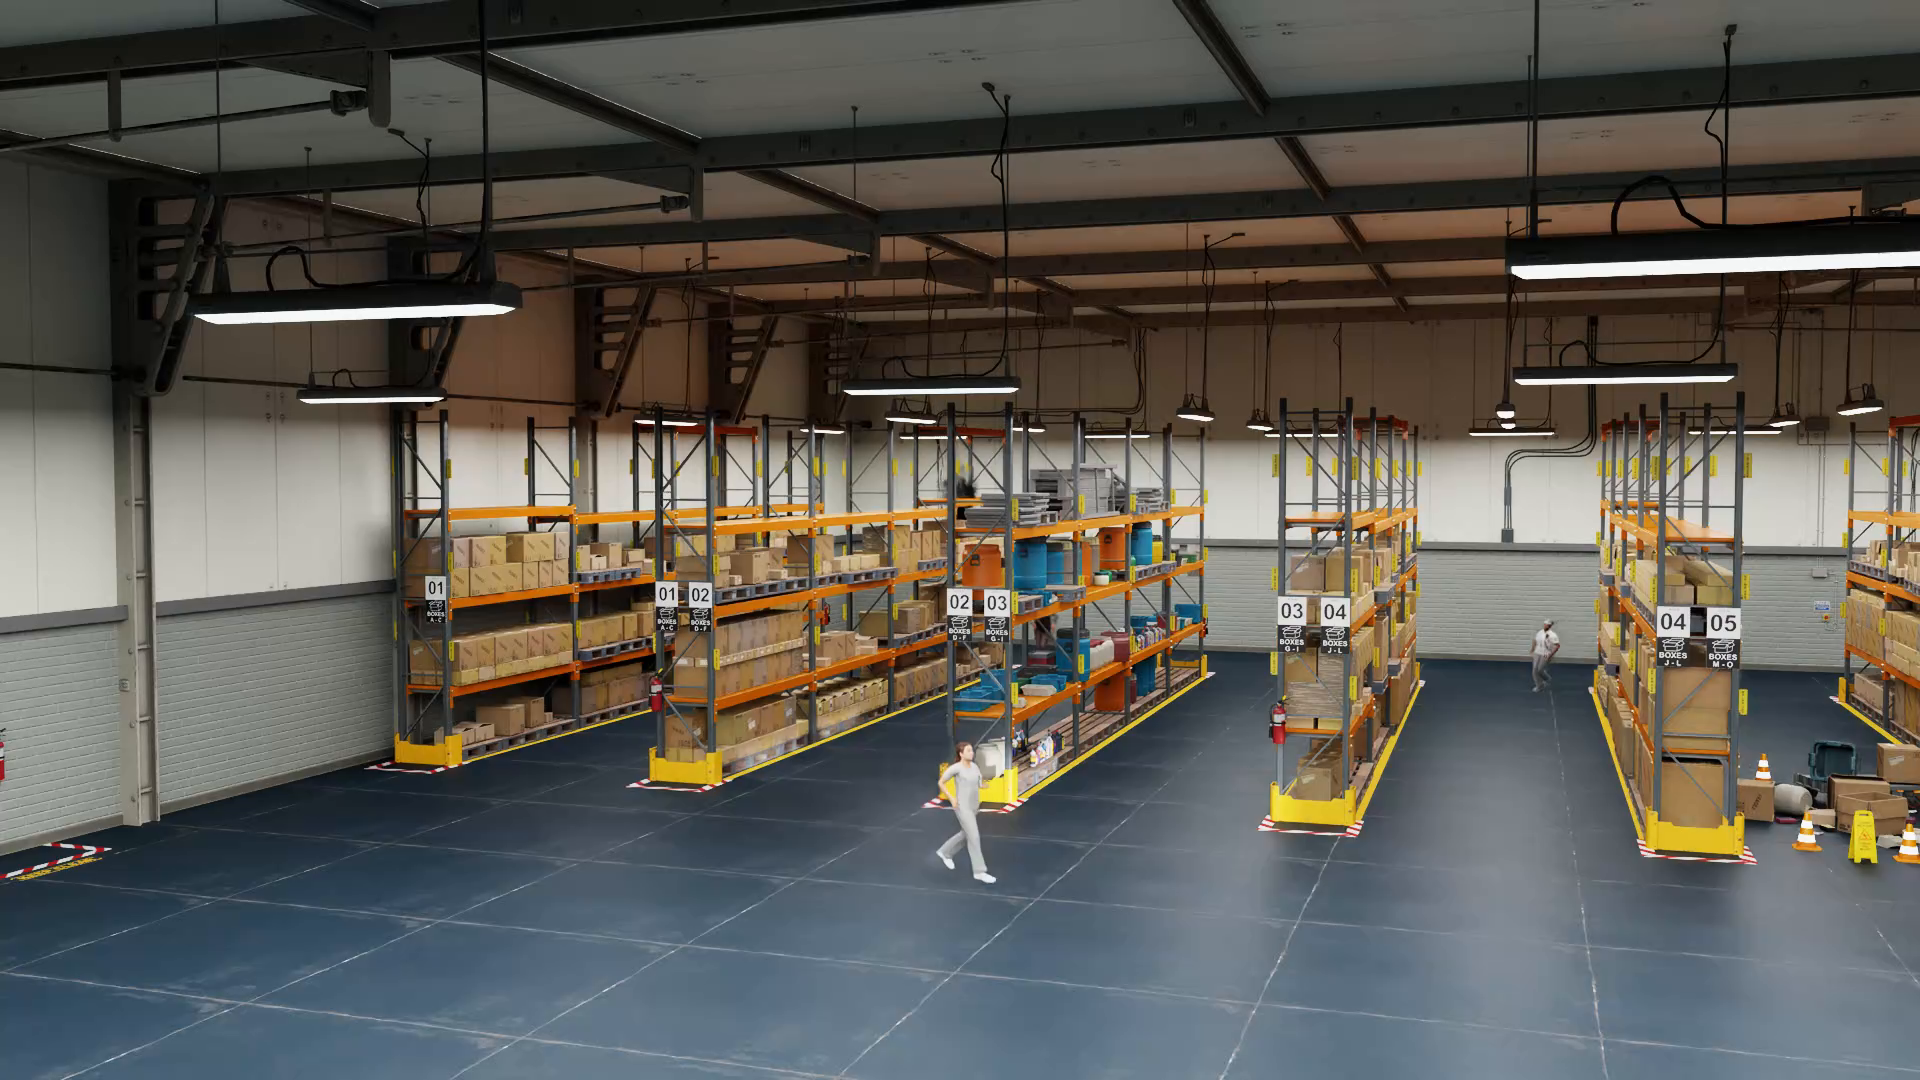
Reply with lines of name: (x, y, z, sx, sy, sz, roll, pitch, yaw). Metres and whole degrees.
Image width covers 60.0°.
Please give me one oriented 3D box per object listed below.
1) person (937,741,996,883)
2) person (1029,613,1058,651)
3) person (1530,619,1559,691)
person: (0.067, 3.271, 20.235, 0.969, 1.655, 0.564, 2, 3, 38)
person: (1.952, 2.218, 39.795, 0.649, 1.759, 0.660, 1, 3, 25)
person: (13.146, 2.588, 37.398, 0.516, 1.654, 0.640, -2, 3, -38)
